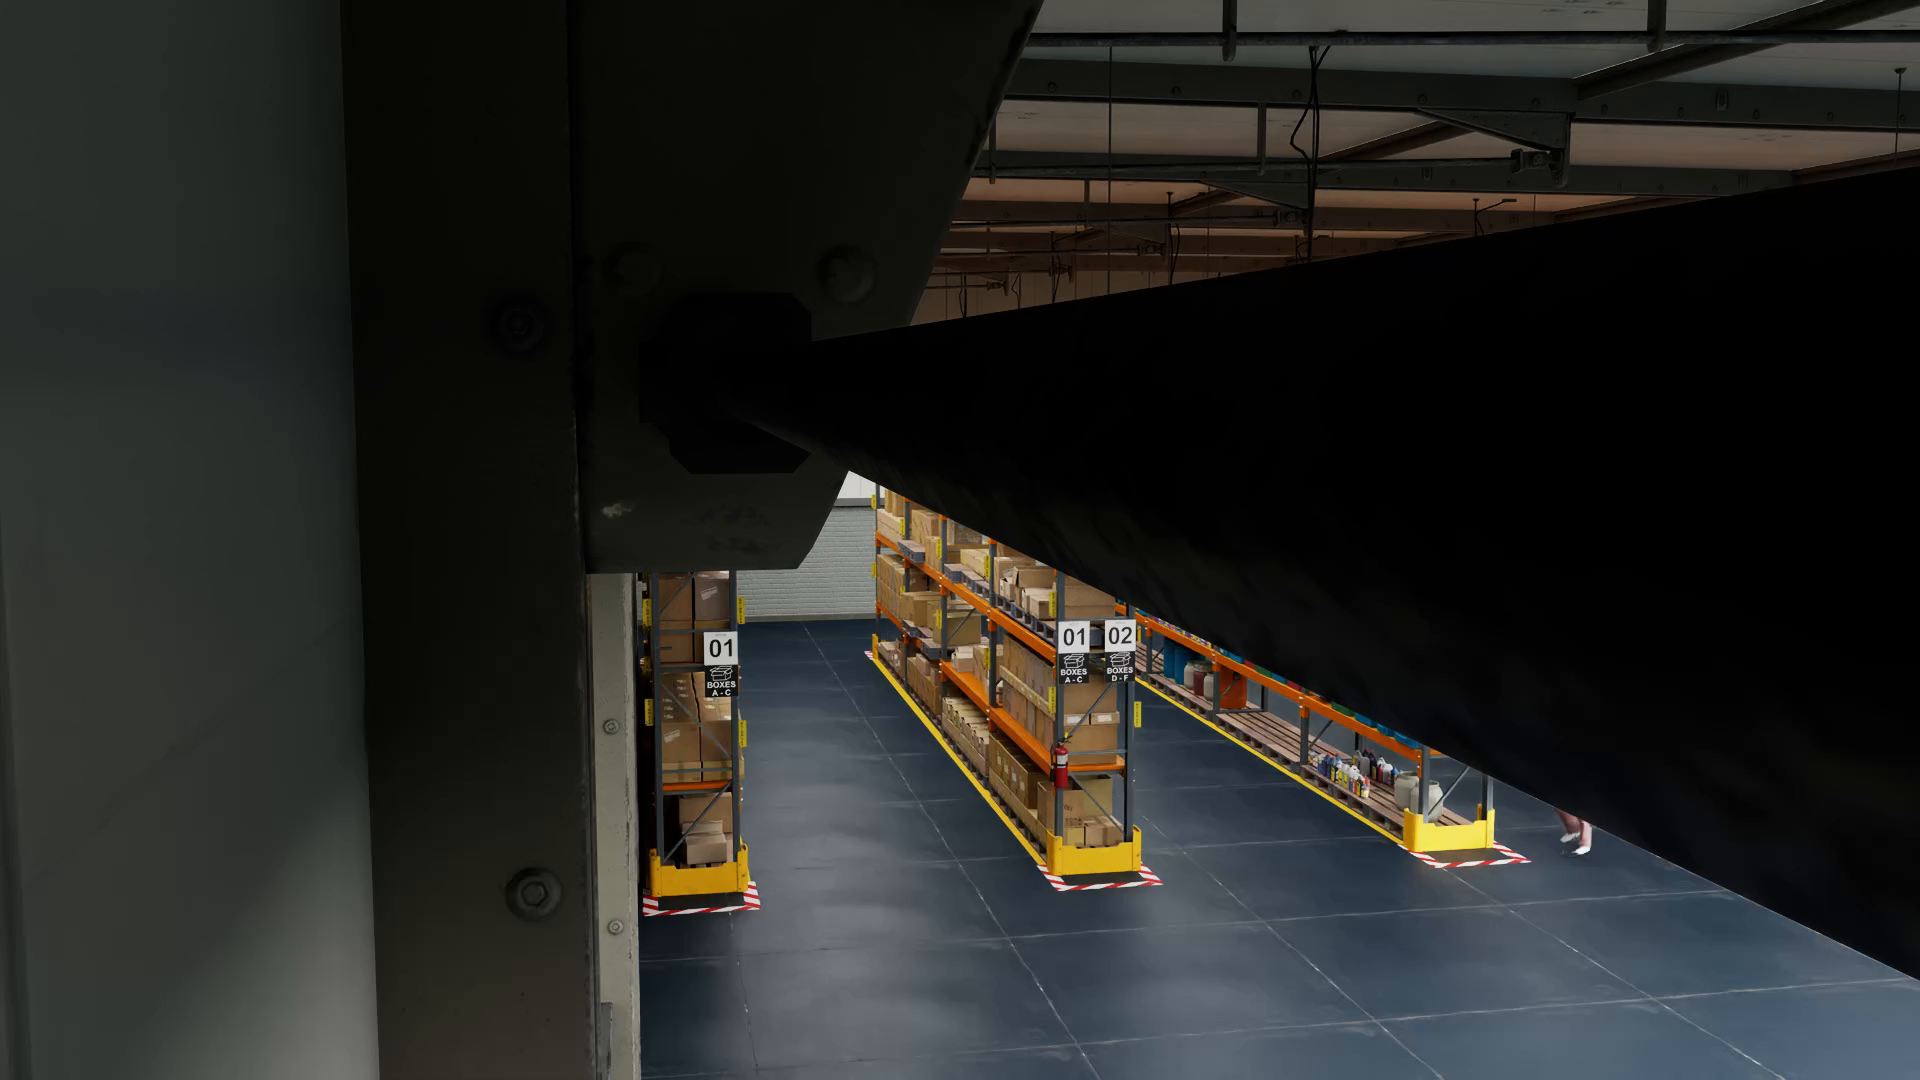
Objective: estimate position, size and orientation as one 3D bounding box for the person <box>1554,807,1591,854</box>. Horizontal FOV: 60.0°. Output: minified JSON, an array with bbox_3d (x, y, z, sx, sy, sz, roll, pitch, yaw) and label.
[{"bbox_3d":[8.132,3.253,21.913,0.507,1.652,0.560,-4,7,-34],"label":"person"}]
